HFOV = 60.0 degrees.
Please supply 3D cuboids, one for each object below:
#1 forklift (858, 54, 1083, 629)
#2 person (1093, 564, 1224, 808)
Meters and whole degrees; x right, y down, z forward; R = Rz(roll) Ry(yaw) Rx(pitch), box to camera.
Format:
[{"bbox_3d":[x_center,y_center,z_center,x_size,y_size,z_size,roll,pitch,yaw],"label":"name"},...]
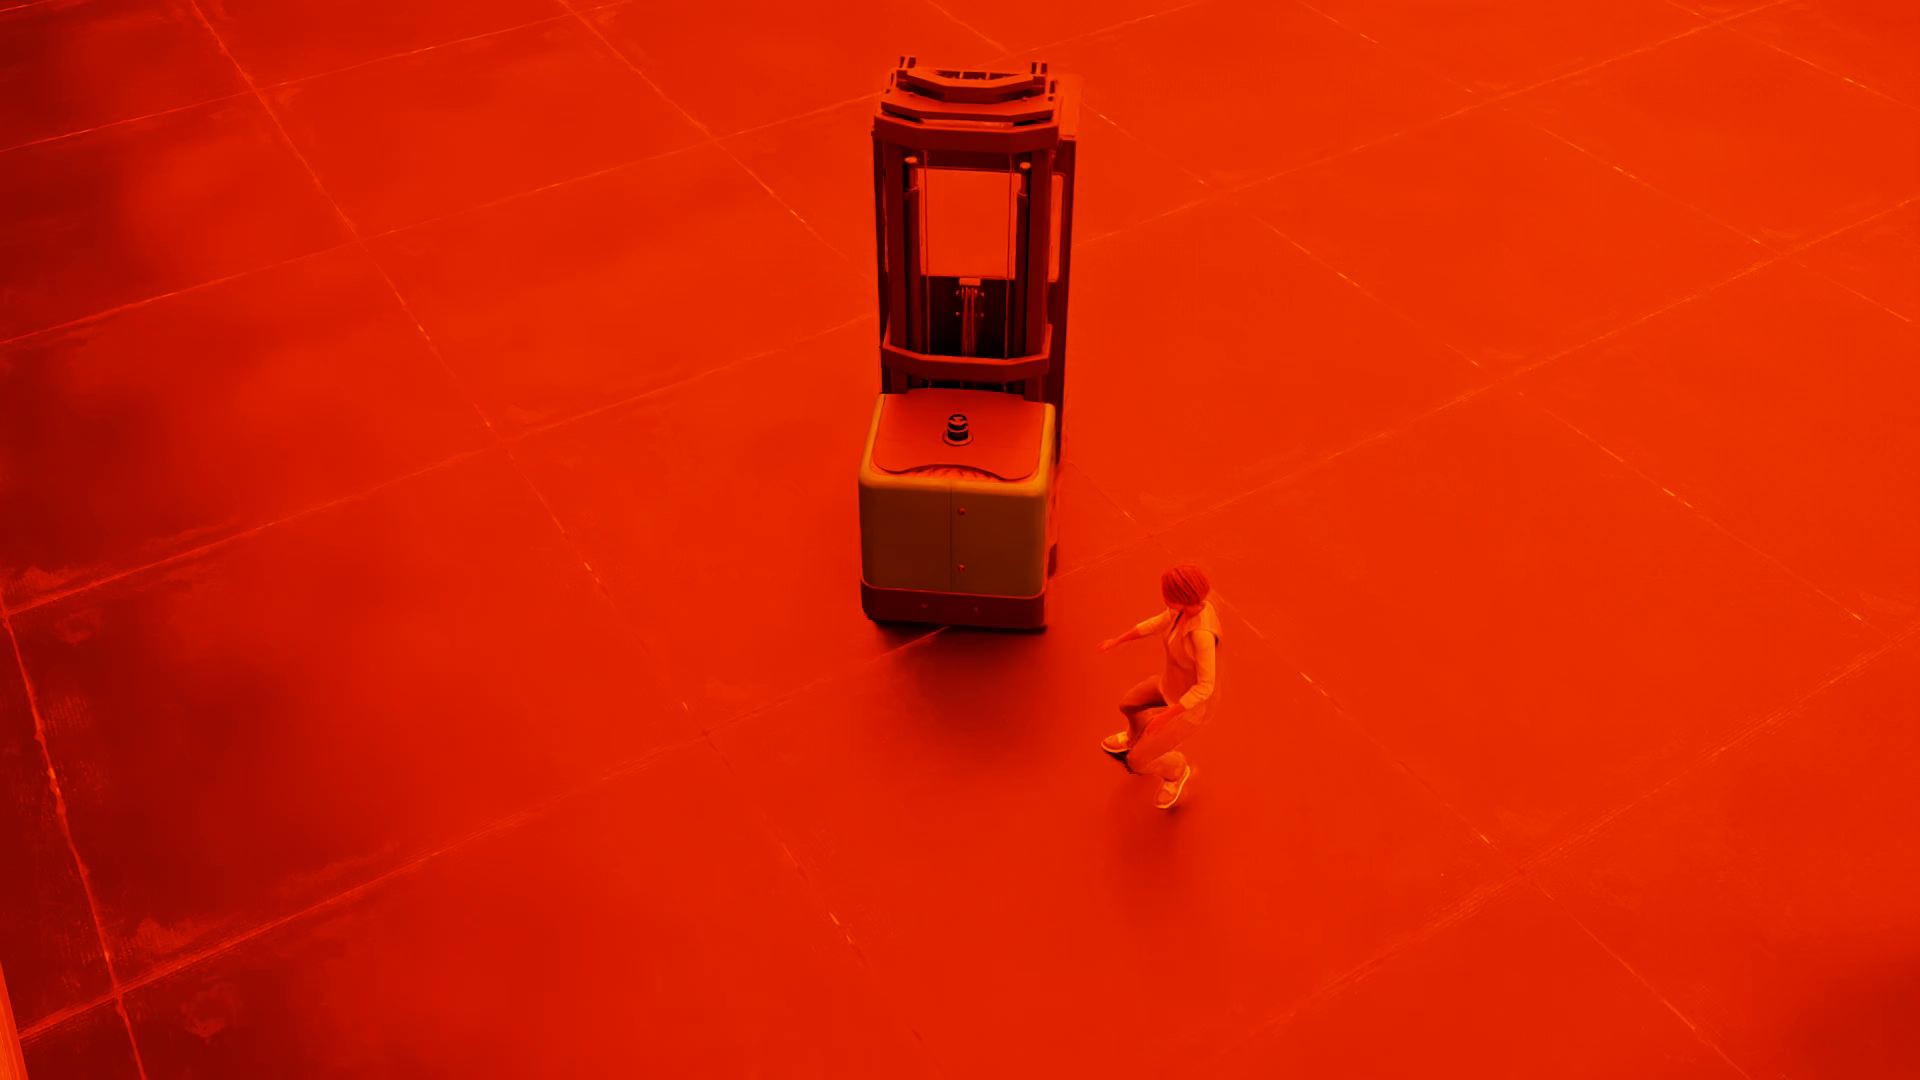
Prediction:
[{"bbox_3d":[0.104,-1.562,9.659,1.130,2.935,3.031,4,41,4],"label":"forklift"},{"bbox_3d":[0.980,0.718,8.155,0.547,1.466,0.662,-5,41,-6],"label":"person"}]
